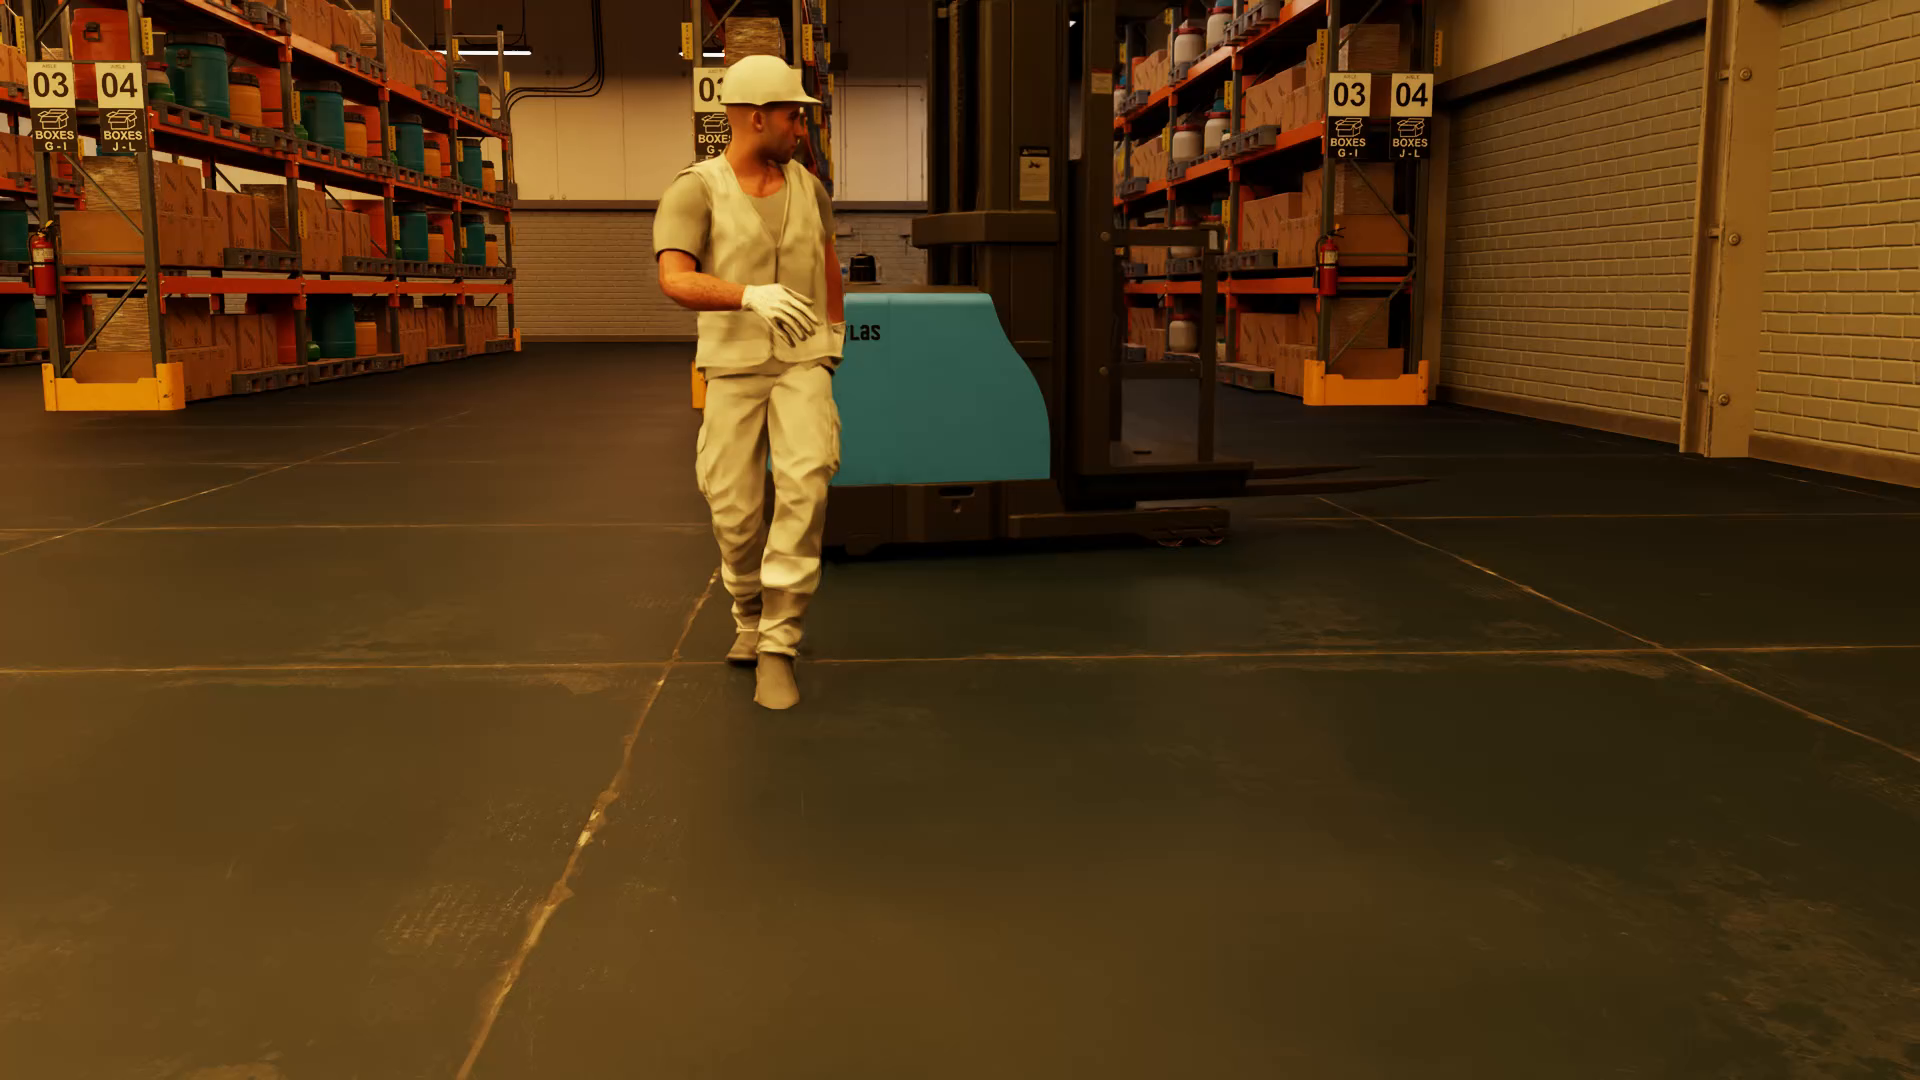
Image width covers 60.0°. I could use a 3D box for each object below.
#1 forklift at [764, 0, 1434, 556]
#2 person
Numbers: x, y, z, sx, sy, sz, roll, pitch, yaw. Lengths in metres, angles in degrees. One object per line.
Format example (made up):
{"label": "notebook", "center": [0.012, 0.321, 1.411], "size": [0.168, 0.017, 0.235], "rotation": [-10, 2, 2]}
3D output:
{"label": "forklift", "center": [0.649, -1.489, 7.357], "size": [3.031, 2.935, 1.130], "rotation": [-3, 9, -18]}
{"label": "person", "center": [-0.557, -0.453, 4.665], "size": [0.577, 1.753, 0.935], "rotation": [-2, 9, -11]}
